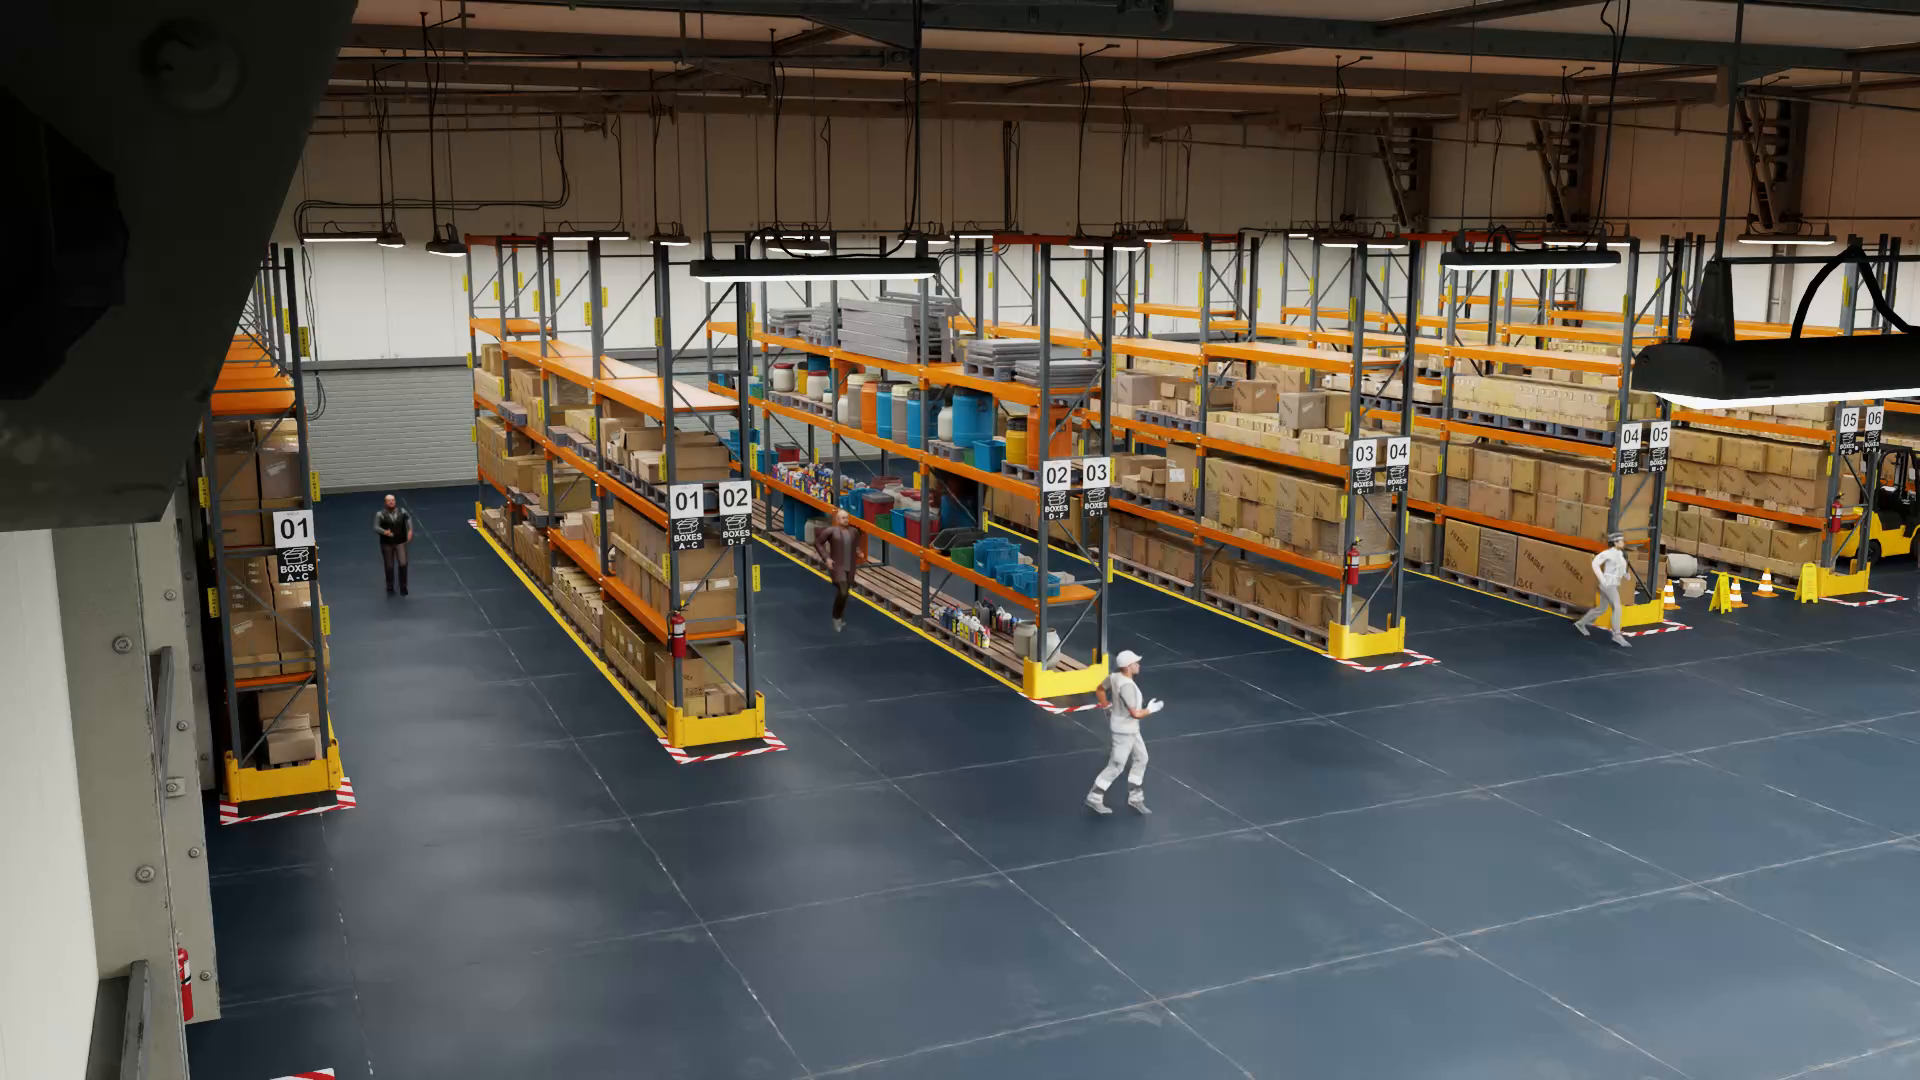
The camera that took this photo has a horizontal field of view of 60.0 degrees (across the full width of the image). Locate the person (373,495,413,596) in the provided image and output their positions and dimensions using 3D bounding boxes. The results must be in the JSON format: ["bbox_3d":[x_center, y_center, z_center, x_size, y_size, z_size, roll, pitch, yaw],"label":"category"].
[{"bbox_3d":[-9.578,0.108,28.173,0.671,1.783,0.733,-6,12,-27],"label":"person"}]

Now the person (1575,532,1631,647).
[{"bbox_3d":[9.818,0.701,25.142,0.875,1.685,0.631,9,14,39],"label":"person"}]

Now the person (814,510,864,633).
[{"bbox_3d":[-1.731,0.472,24.672,0.680,1.835,0.738,-8,14,-36],"label":"person"}]

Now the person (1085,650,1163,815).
[{"bbox_3d":[1.745,2.079,17.699,0.819,1.860,0.649,0,11,1],"label":"person"}]
